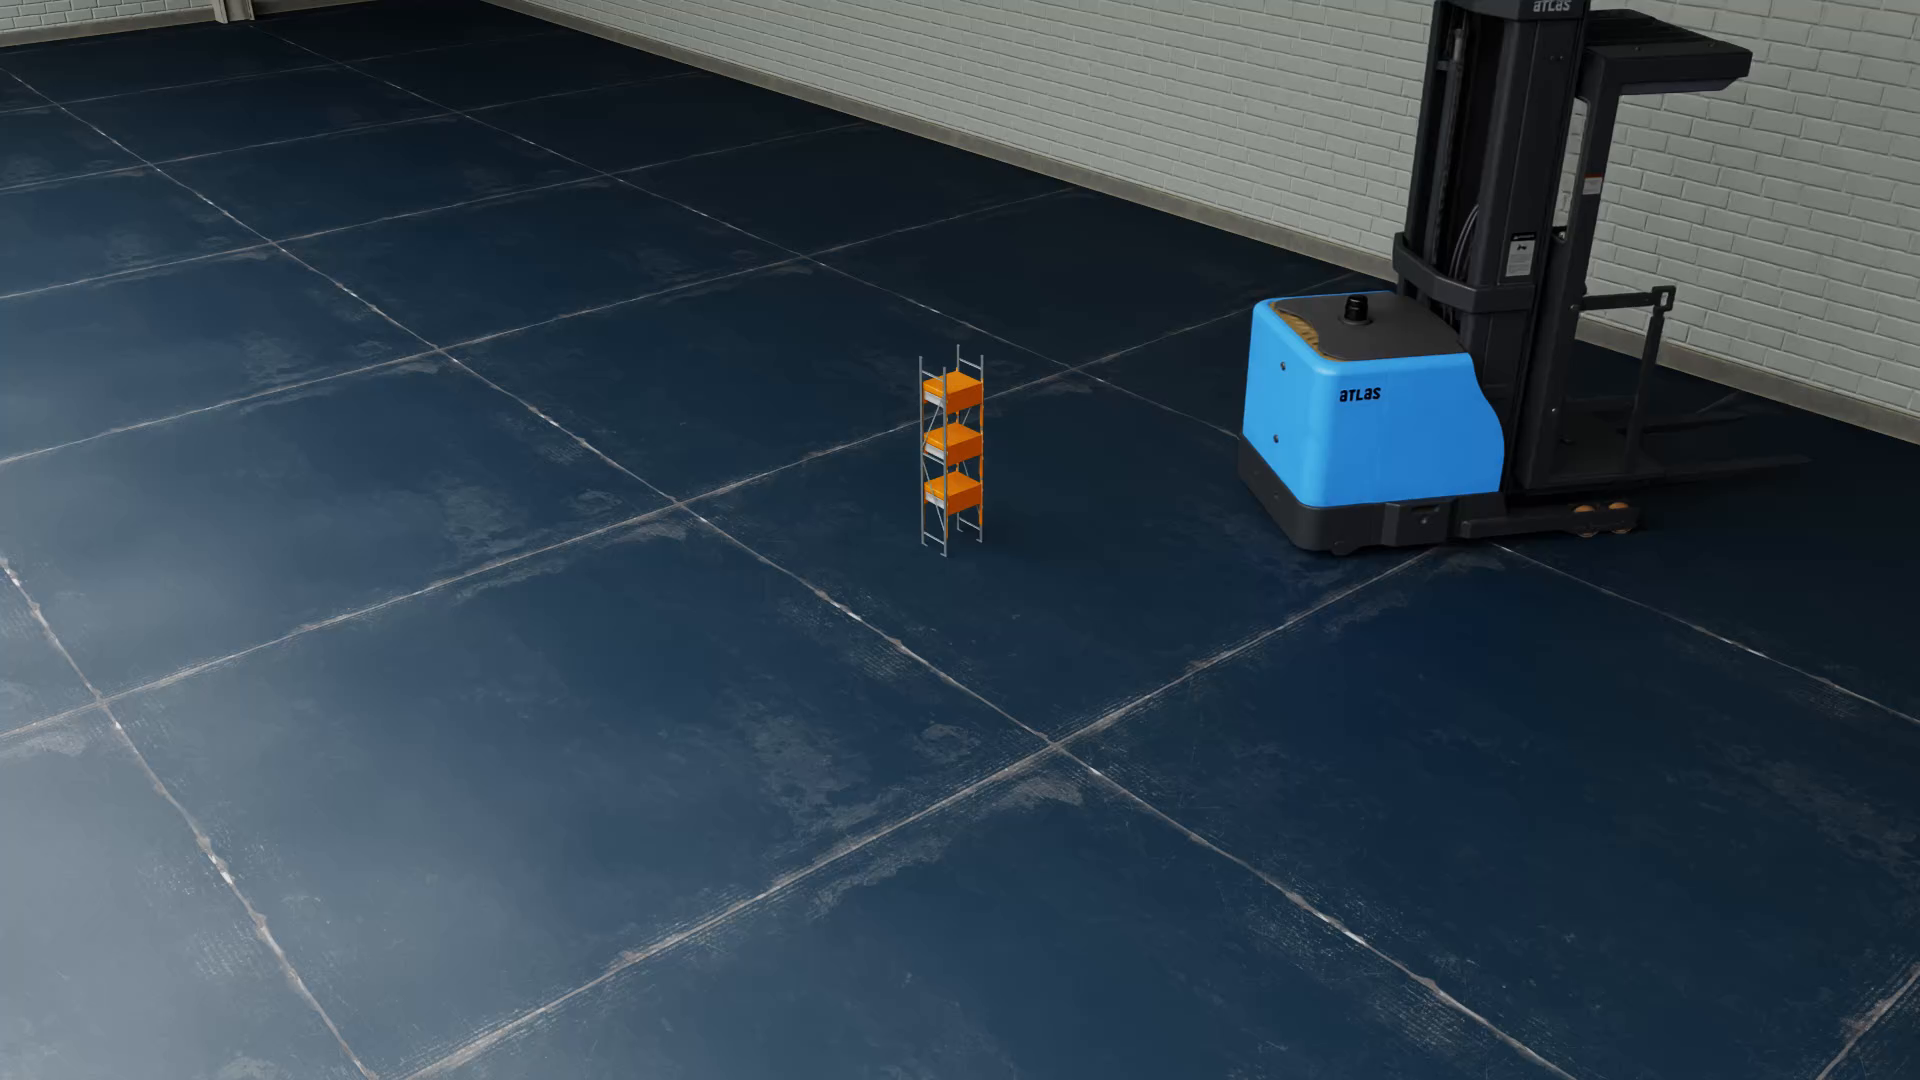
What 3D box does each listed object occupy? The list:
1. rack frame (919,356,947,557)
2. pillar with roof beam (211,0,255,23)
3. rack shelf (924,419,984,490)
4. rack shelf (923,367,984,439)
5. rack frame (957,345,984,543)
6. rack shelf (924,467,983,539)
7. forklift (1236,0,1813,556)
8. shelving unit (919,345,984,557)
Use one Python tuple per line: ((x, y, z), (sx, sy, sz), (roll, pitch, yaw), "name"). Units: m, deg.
((-0.134, -0.409, 8.402), (0.008, 1.050, 0.200), (-22, 35, -35), "rack frame")
((-6.410, -9.034, 16.106), (0.400, 9.000, 9.100), (-22, 35, -35), "pillar with roof beam")
((-0.041, -0.437, 8.477), (0.240, 0.259, 0.215), (-22, 35, -35), "rack shelf")
((-0.041, -0.688, 8.343), (0.240, 0.259, 0.215), (-22, 35, -35), "rack shelf")
((0.052, -0.484, 8.542), (0.008, 1.050, 0.200), (-22, 35, -35), "rack frame")
((-0.041, -0.192, 8.608), (0.240, 0.259, 0.215), (-22, 35, -35), "rack shelf")
((3.118, -1.545, 8.532), (3.031, 2.935, 1.130), (-5, 29, -10), "forklift")
((-0.041, -0.447, 8.472), (0.252, 1.050, 0.215), (-22, 35, -35), "shelving unit")
